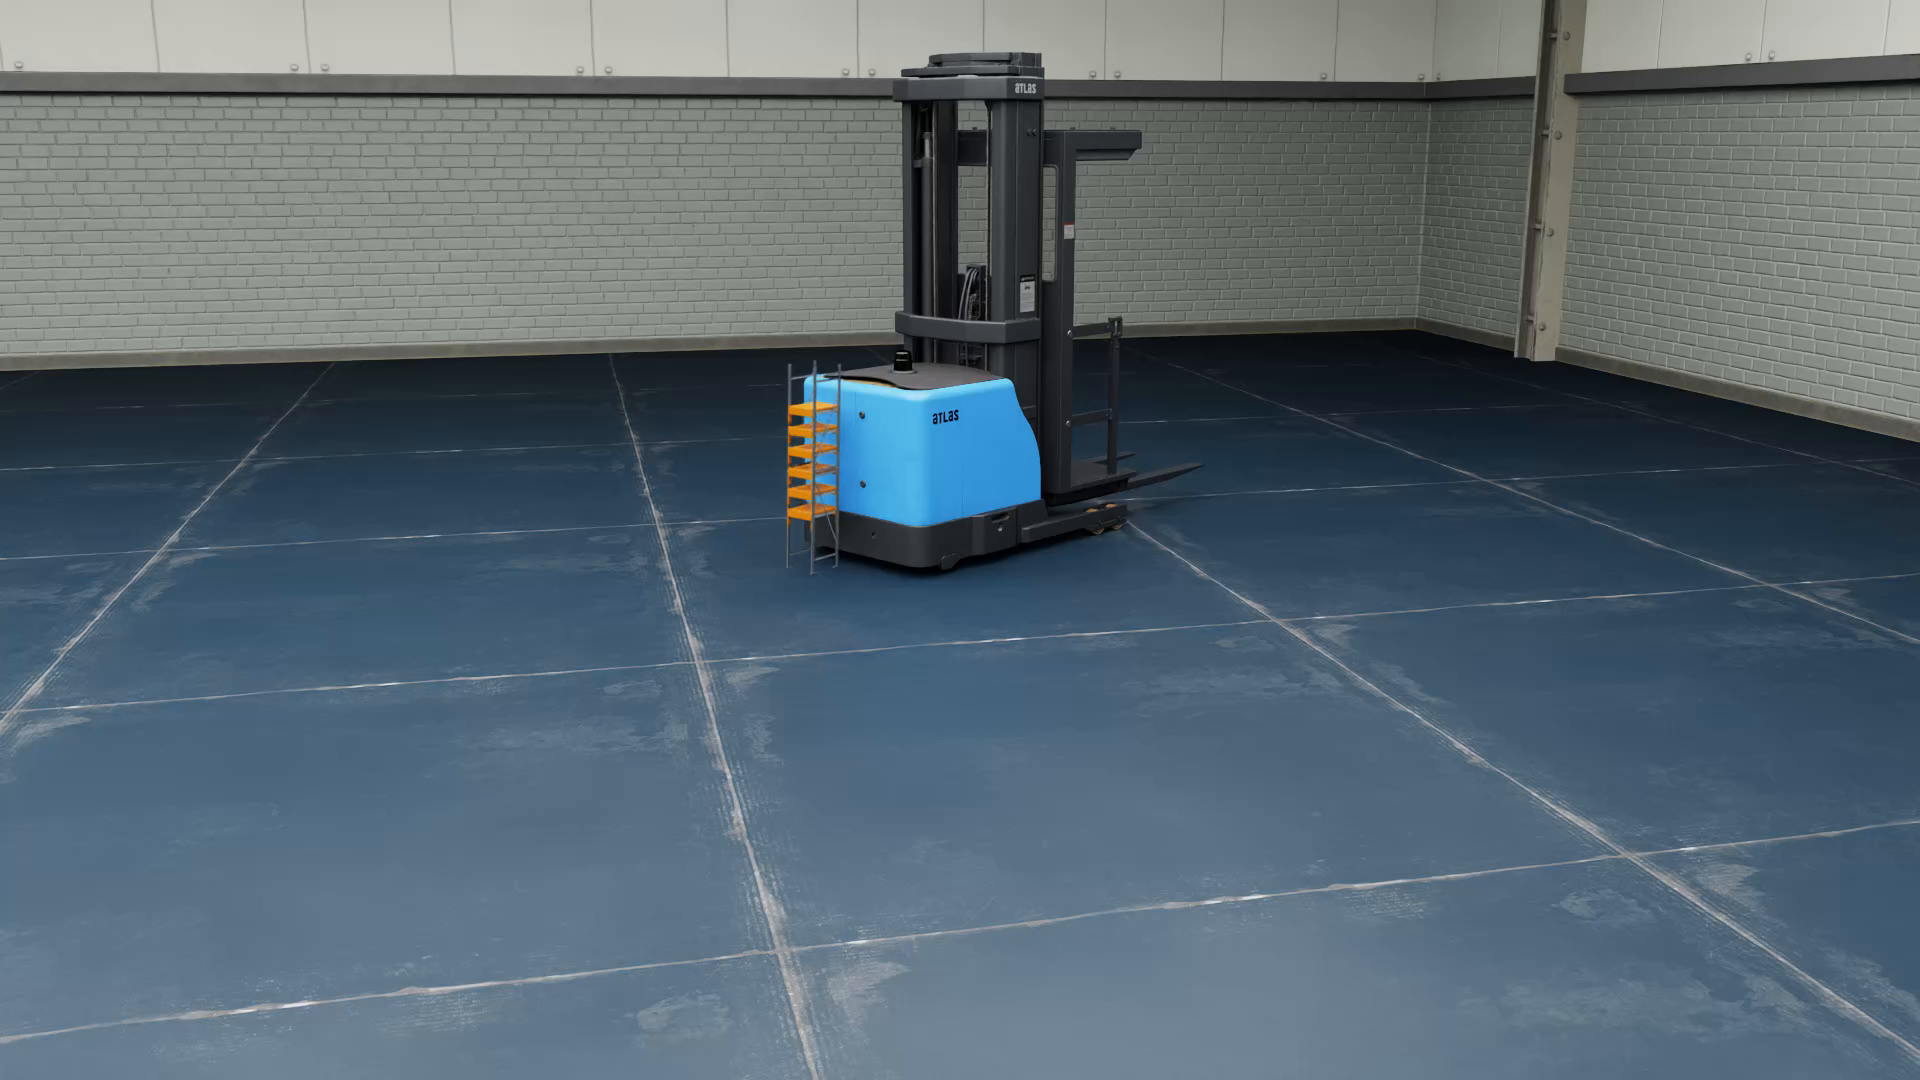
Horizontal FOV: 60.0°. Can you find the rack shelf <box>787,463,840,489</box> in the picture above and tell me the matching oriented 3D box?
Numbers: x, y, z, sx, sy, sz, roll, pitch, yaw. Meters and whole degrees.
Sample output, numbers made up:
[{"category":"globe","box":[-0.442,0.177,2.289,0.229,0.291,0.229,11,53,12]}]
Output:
[{"category":"rack shelf","box":[-0.846,-0.376,9.605,0.180,0.103,0.258,11,17,33]}]

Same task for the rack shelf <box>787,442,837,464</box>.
[{"category":"rack shelf","box":[-0.842,-0.493,9.576,0.180,0.103,0.258,11,17,33]}]

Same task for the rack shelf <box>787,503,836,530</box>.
[{"category":"rack shelf","box":[-0.853,-0.143,9.662,0.180,0.103,0.258,11,17,33]}]

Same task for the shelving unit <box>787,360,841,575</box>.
[{"category":"shelving unit","box":[-0.844,-0.419,9.594,0.189,1.200,0.258,11,17,33]}]

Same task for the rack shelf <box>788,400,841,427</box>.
[{"category":"rack shelf","box":[-0.834,-0.726,9.519,0.180,0.103,0.258,11,17,33]}]

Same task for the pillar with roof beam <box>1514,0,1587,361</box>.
[{"category":"pillar with roof beam","box":[2.332,-6.186,16.787,9.100,9.000,0.400,-3,14,-13]}]

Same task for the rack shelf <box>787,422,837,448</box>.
[{"category":"rack shelf","box":[-0.838,-0.609,9.548,0.180,0.103,0.258,11,17,33]}]

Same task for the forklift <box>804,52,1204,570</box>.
[{"category":"forklift","box":[0.431,-1.532,10.522,1.130,2.935,3.031,13,19,42]}]

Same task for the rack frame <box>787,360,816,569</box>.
[{"category":"rack frame","box":[-0.919,-0.434,9.644,0.006,1.200,0.240,11,17,33]}]

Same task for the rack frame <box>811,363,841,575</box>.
[{"category":"rack frame","box":[-0.769,-0.404,9.544,0.006,1.200,0.240,11,17,33]}]

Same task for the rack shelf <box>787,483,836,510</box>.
[{"category":"rack shelf","box":[-0.850,-0.260,9.633,0.180,0.103,0.258,11,17,33]}]
